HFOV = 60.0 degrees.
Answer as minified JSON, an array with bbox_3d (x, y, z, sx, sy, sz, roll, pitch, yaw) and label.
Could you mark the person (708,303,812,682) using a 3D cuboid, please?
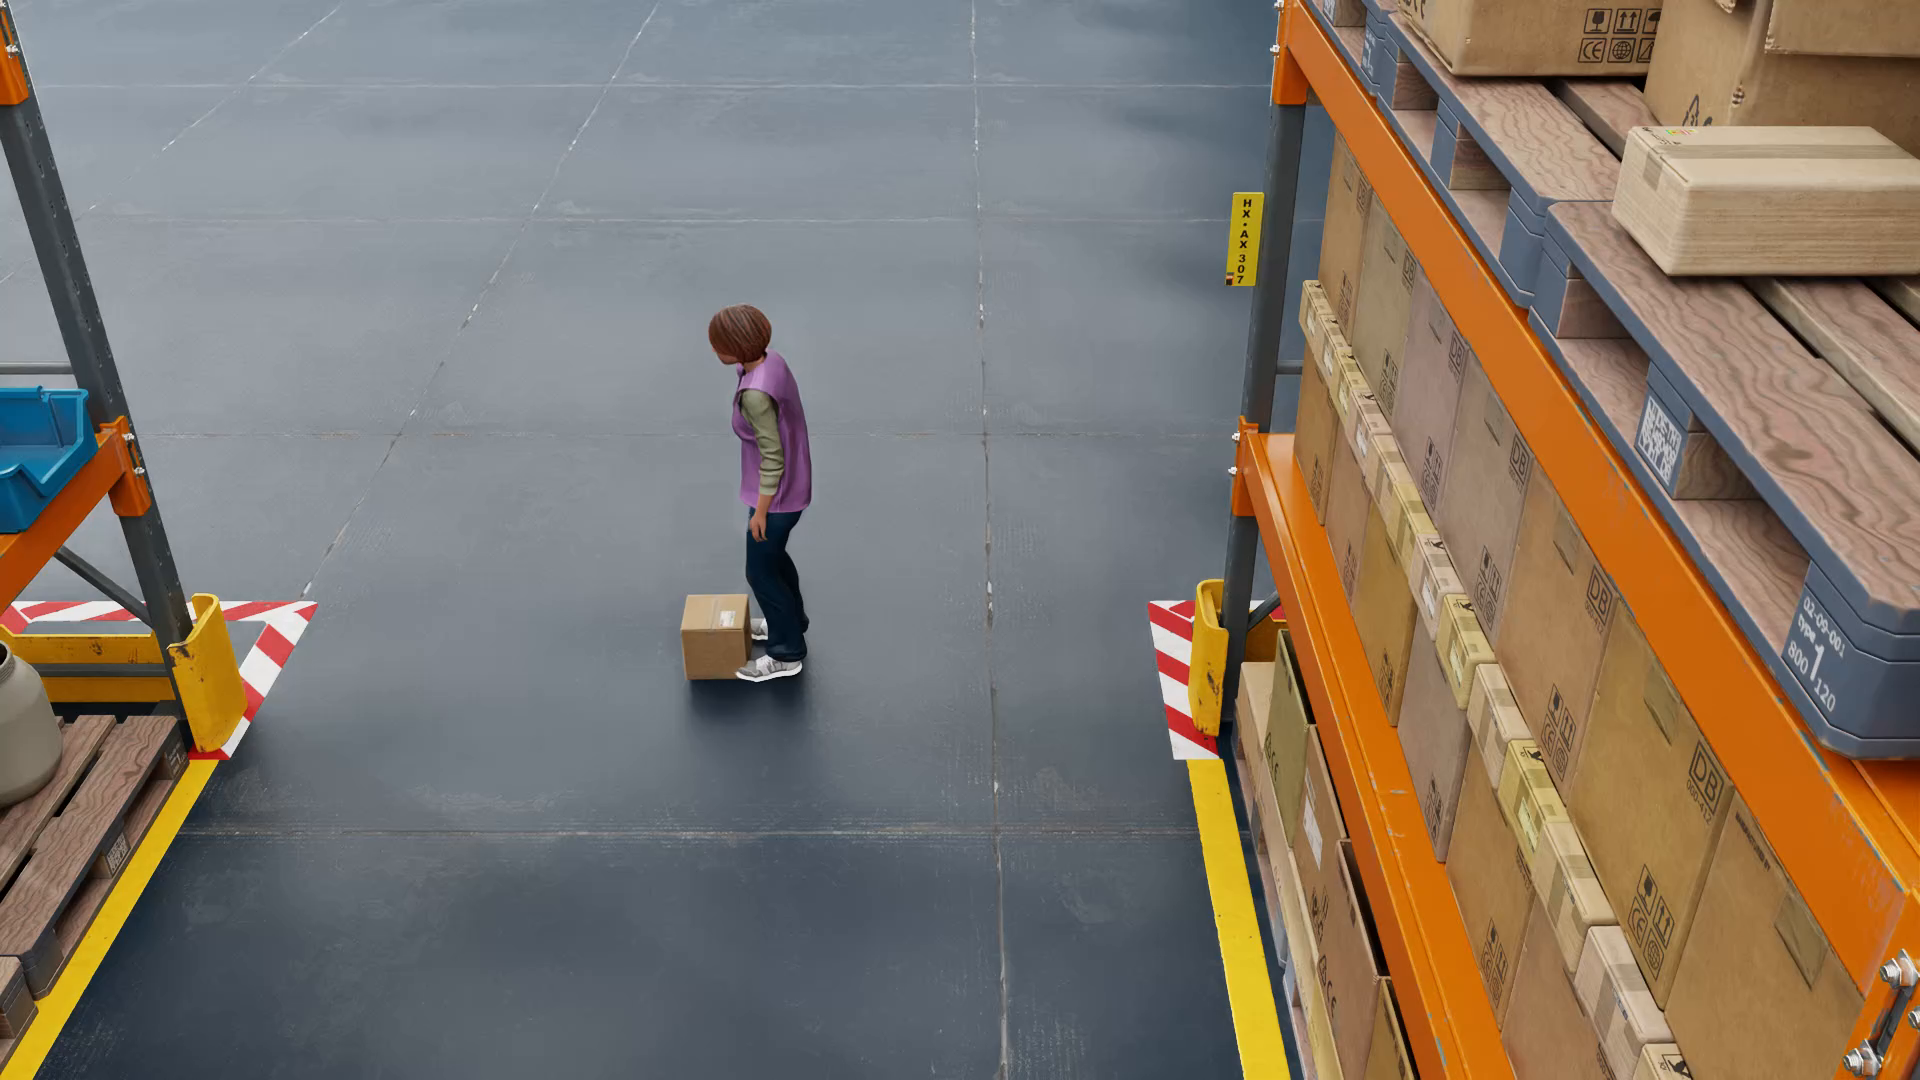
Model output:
[{"bbox_3d":[-0.743,-0.182,6.438,0.347,1.592,0.466,-1,32,-2],"label":"person"}]
